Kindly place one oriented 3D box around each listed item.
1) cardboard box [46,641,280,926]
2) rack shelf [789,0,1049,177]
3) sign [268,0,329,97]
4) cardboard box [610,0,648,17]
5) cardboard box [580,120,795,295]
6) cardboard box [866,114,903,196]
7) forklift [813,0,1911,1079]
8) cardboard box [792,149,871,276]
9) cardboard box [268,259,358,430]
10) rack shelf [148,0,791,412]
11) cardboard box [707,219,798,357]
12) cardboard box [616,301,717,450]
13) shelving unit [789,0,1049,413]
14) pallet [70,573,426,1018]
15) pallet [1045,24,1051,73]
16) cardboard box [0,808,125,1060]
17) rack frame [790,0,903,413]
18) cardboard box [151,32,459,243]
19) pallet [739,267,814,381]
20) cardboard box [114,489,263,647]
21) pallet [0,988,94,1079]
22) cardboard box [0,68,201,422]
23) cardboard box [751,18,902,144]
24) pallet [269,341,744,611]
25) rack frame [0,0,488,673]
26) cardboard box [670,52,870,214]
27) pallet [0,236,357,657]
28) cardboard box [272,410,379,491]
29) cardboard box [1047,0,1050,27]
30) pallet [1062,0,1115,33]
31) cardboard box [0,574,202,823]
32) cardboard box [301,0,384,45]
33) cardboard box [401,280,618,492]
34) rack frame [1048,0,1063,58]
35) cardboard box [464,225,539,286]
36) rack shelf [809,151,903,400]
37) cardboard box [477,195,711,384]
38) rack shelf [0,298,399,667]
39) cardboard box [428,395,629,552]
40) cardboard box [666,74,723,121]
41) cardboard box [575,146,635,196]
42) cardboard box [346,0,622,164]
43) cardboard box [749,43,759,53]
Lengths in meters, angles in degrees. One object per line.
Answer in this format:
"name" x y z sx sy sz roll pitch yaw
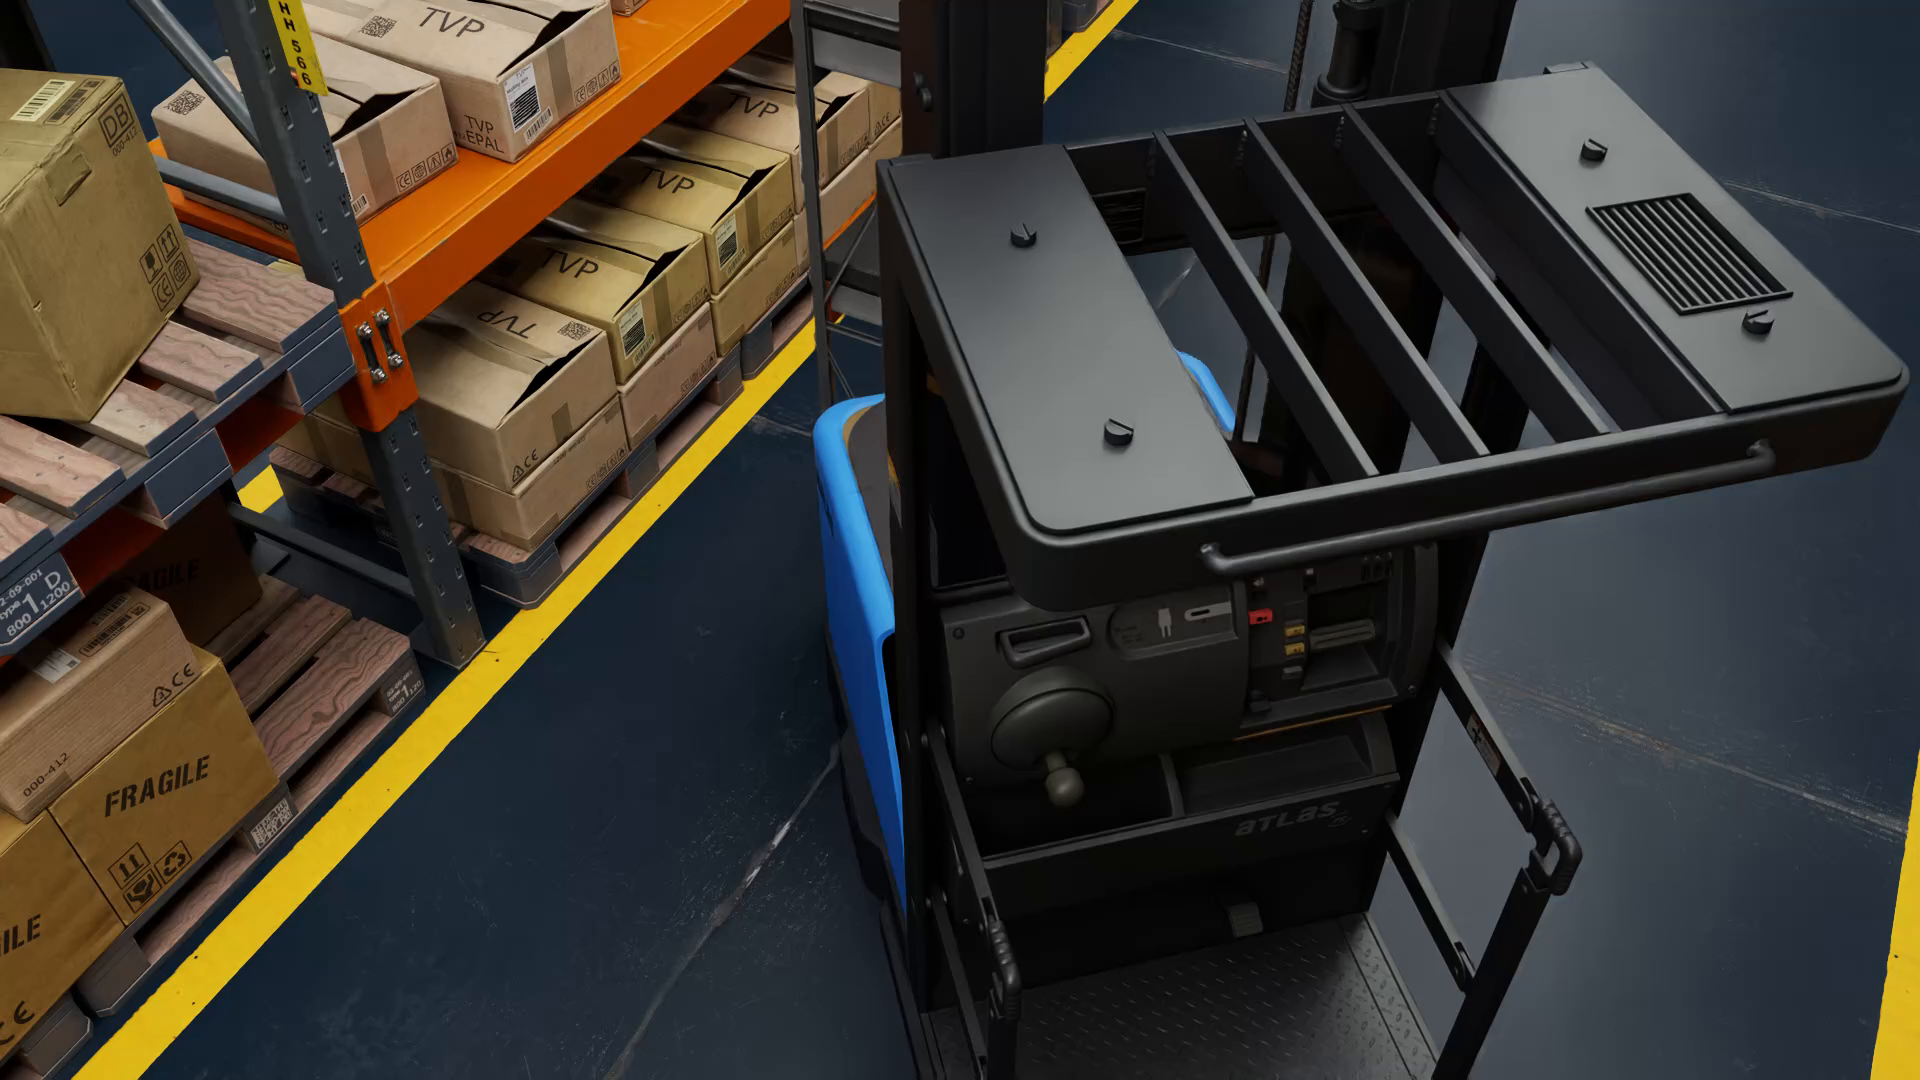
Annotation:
"cardboard box" -2.101 0.520 4.075 0.500 0.500 0.500 22 49 21
"rack shelf" -0.084 -1.136 3.932 0.431 0.518 0.480 20 49 19
"sign" -1.390 -1.076 3.446 0.100 0.325 0.005 20 49 19
"cardboard box" -1.110 -1.968 5.016 0.500 0.500 0.500 18 48 17
"cardboard box" -0.896 -1.136 5.507 0.500 0.311 0.500 19 48 18
"cardboard box" -0.427 -1.574 6.334 0.500 0.250 0.500 21 49 20
"forklift" 0.485 0.321 2.872 1.130 2.935 3.031 -10 46 -10
"cardboard box" -0.665 -1.254 6.018 0.500 0.250 0.500 21 49 20
"cardboard box" -1.850 -0.660 5.037 0.500 0.311 0.500 22 49 20
"rack shelf" -0.946 -1.877 5.502 1.077 0.370 4.000 20 49 19
"cardboard box" -0.903 -0.931 5.699 0.500 0.250 0.500 19 48 18
"cardboard box" -1.139 -0.601 5.373 0.500 0.250 0.500 19 48 18
"shelving unit" -0.084 -0.654 4.420 0.431 2.100 0.503 20 49 19
"pallet" -2.255 0.568 4.540 1.003 0.211 1.213 20 49 19
"pallet" -0.325 -1.933 7.012 1.003 0.211 1.213 20 49 19
"cardboard box" -2.342 0.846 3.753 0.500 0.500 0.500 19 48 18
"rack frame" -0.197 -0.500 4.268 0.400 2.100 0.015 20 49 19
"cardboard box" -1.667 -1.054 4.245 0.500 0.311 0.500 23 50 21
"pallet" -0.891 -1.162 6.250 1.003 0.211 1.213 20 49 19
"cardboard box" -2.339 0.046 4.544 0.500 0.500 0.500 22 49 21
"pallet" -2.822 1.333 3.784 1.003 0.211 1.213 20 49 19
"cardboard box" -2.067 -0.619 3.387 0.700 0.500 0.500 6 46 6
"cardboard box" -0.422 -1.775 6.139 0.500 0.311 0.500 20 49 19
"pallet" -1.458 -0.396 5.493 1.003 0.211 1.213 20 49 19
"rack frame" -1.875 -0.870 4.001 1.000 3.000 0.127 20 49 19
"cardboard box" -0.658 -1.460 5.827 0.500 0.311 0.500 20 49 19
"pallet" -2.127 -0.353 3.624 1.213 0.211 1.003 20 49 19
"cardboard box" -1.847 -0.463 5.237 0.500 0.250 0.500 22 49 20
"cardboard box" 0.046 -2.214 6.967 0.500 0.250 0.500 20 49 19
"pallet" 0.388 -2.897 7.965 1.003 0.211 1.213 20 49 19
"cardboard box" -2.124 0.294 3.772 0.500 0.250 0.500 22 49 21
"cardboard box" -1.702 -1.440 4.741 0.380 0.149 0.250 20 49 19
"cardboard box" -1.372 -0.481 4.861 0.500 0.311 0.500 22 49 20
"rack frame" -0.018 -3.390 6.492 1.000 3.000 0.127 20 49 19
"cardboard box" -1.614 -0.989 5.363 0.500 0.311 0.500 20 49 18
"rack shelf" -0.084 -0.644 4.429 0.431 0.518 0.480 20 49 19
"cardboard box" -1.135 -0.815 5.190 0.500 0.311 0.500 19 48 18
"rack shelf" -2.803 0.643 3.012 1.077 0.370 4.000 20 49 19
"cardboard box" -1.372 -0.284 5.060 0.500 0.250 0.500 20 49 19
"cardboard box" -1.143 -1.621 5.987 0.500 0.311 0.500 22 49 20
"cardboard box" -1.378 -1.306 5.676 0.500 0.311 0.500 20 49 19
"cardboard box" -1.288 -1.338 4.527 0.500 0.311 0.500 20 49 19
"cardboard box" -0.907 -1.950 6.312 0.500 0.311 0.500 19 48 18
